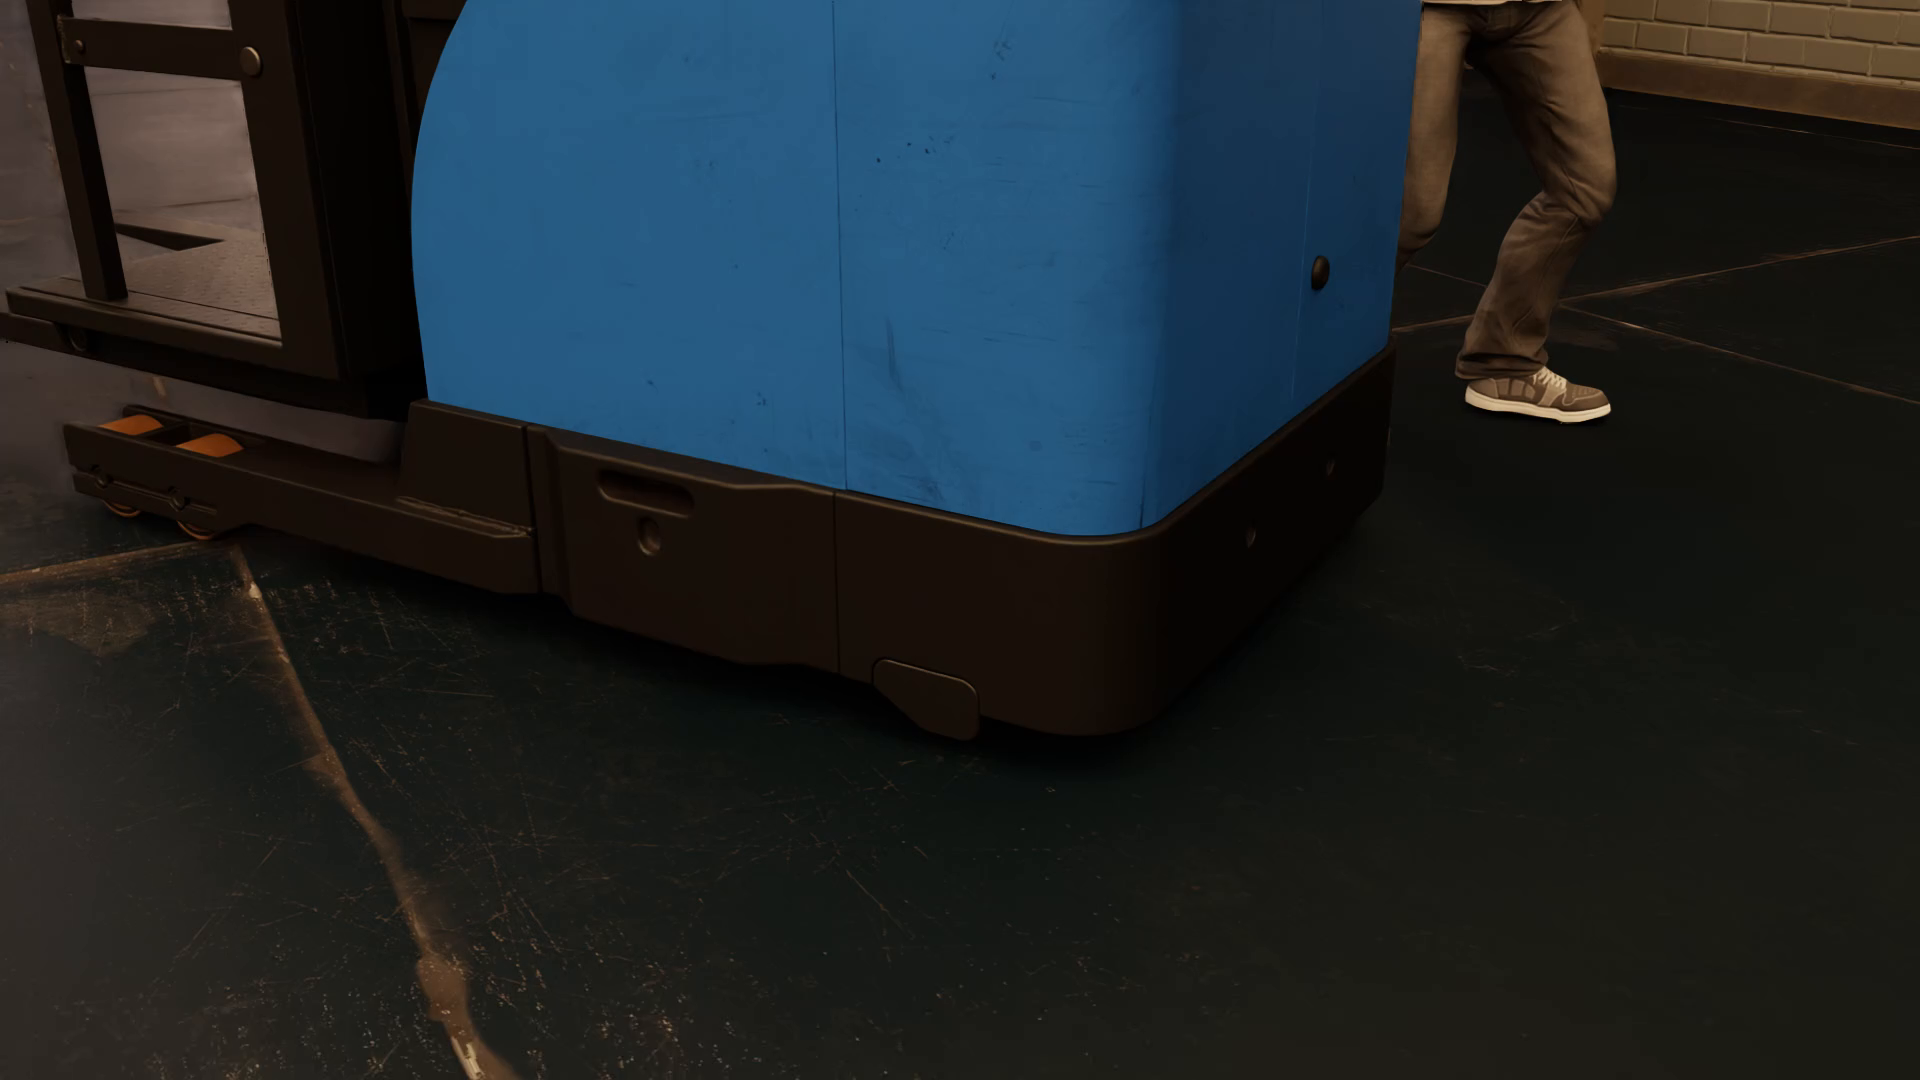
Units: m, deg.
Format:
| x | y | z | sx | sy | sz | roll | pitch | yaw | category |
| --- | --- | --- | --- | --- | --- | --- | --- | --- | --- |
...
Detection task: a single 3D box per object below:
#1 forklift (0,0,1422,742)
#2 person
| x | y | z | sx | sy | sz | roll | pitch | yaw | category |
| --- | --- | --- | --- | --- | --- | --- | --- | --- | --- |
| -0.859 | -1.513 | 2.461 | 3.031 | 2.935 | 1.130 | 13 | 25 | 28 | forklift |
| 0.867 | -0.917 | 2.876 | 0.730 | 1.564 | 0.407 | -8 | 24 | -19 | person |
